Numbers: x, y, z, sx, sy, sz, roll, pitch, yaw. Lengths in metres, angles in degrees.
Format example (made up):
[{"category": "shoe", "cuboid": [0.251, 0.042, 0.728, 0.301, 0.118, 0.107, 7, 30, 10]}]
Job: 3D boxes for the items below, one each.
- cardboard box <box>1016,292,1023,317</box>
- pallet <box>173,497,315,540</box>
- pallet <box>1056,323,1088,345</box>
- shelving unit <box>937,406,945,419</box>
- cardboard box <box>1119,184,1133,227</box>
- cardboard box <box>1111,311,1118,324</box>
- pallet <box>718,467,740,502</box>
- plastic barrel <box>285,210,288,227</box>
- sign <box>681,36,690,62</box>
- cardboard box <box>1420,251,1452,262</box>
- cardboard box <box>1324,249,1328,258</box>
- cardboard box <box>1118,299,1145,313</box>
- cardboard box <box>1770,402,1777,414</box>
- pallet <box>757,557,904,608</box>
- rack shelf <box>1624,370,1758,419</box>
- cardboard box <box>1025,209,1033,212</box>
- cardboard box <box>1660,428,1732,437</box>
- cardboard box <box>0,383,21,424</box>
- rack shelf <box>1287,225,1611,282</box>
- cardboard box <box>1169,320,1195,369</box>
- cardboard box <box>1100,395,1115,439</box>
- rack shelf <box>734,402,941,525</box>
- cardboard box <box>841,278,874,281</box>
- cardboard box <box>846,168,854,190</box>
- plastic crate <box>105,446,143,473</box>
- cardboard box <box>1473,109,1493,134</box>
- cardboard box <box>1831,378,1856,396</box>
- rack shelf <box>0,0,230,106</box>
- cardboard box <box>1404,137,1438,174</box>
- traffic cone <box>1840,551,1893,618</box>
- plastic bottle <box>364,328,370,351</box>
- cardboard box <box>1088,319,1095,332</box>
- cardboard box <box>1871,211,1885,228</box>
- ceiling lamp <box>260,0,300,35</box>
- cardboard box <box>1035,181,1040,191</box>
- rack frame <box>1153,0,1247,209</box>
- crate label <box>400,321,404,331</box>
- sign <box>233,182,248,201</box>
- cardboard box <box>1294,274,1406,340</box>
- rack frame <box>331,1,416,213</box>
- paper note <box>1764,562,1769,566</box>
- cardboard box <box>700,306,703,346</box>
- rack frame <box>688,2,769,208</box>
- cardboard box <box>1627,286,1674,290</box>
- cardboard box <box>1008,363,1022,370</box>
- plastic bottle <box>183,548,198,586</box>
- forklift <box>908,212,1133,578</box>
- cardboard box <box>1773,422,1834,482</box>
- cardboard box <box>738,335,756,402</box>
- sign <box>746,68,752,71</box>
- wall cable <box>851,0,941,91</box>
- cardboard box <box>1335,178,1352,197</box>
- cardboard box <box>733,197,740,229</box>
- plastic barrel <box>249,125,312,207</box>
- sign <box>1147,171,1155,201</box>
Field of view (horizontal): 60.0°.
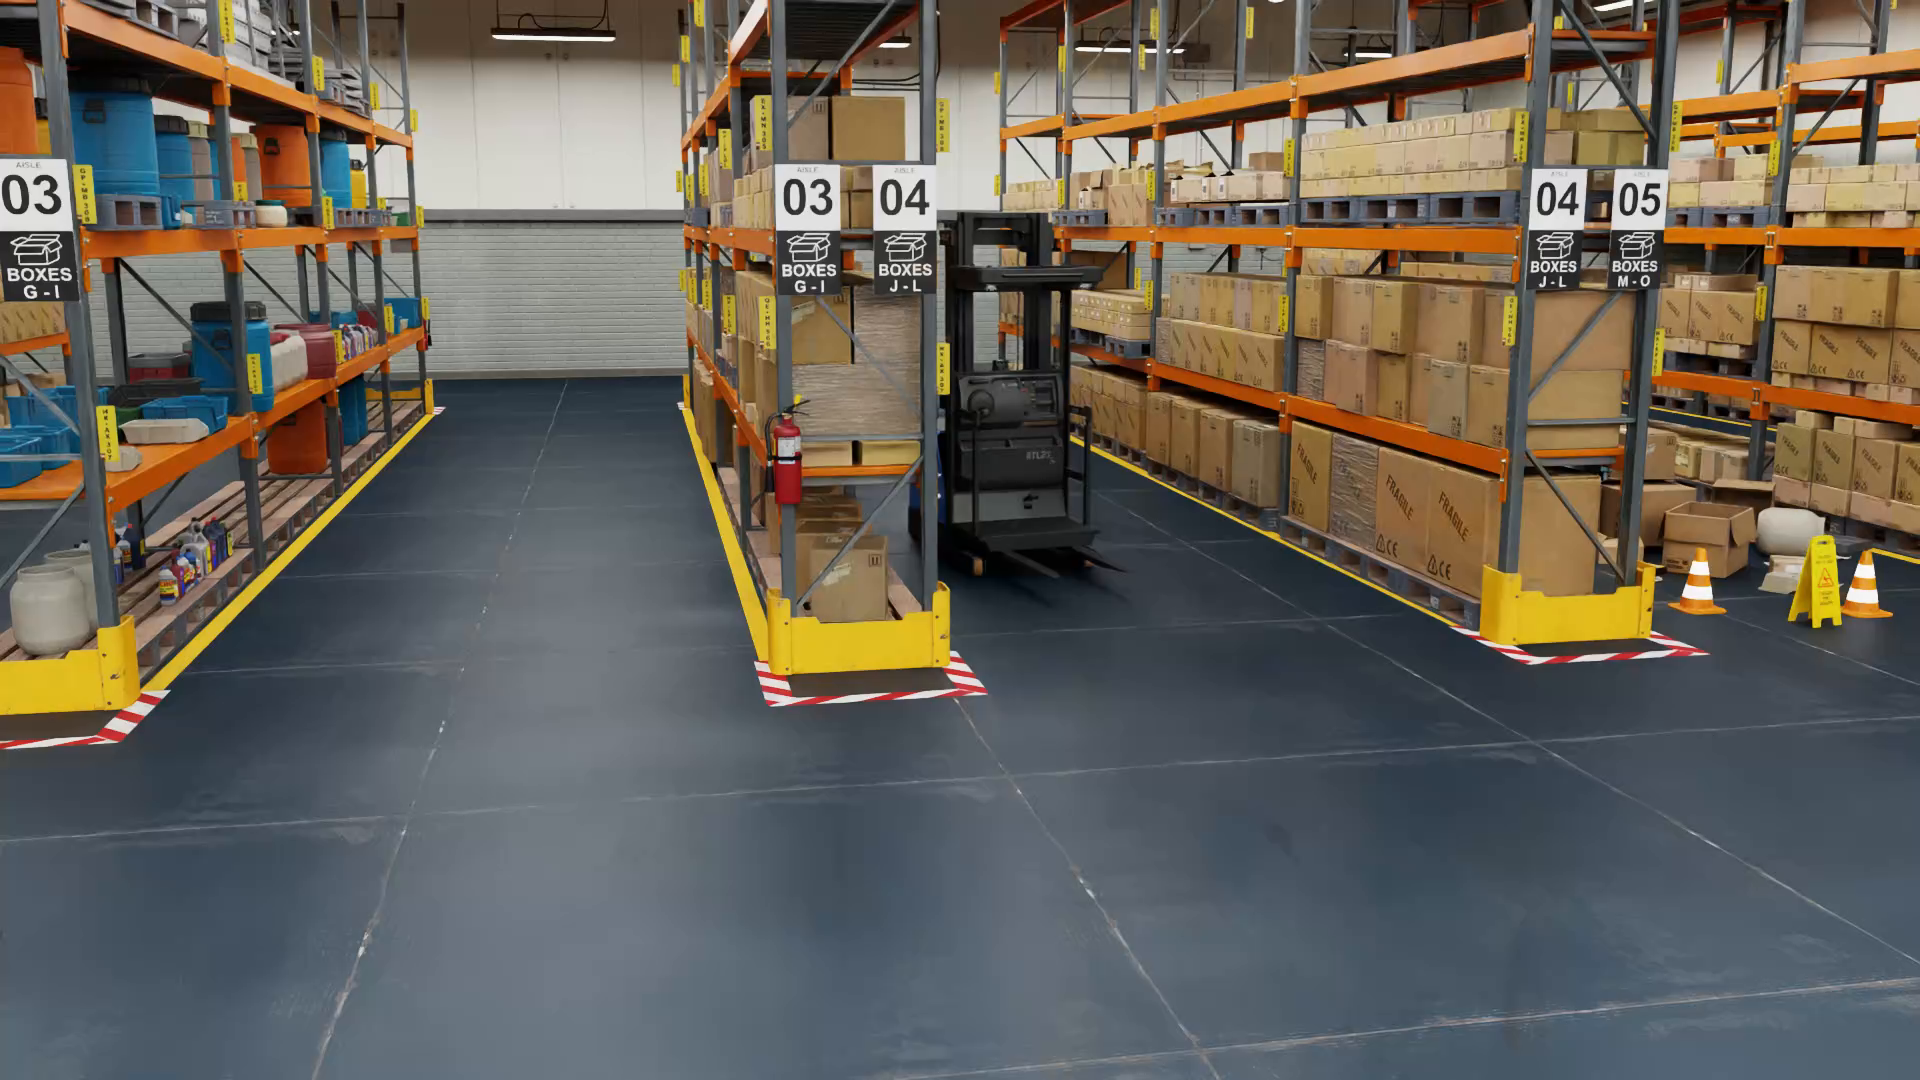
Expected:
[{"category": "cardboard box", "cuboid": [1.154, -3.656, 25.319, 0.500, 0.500, 0.500, -2, 11, -10]}, {"category": "pallet", "cuboid": [-6.715, -0.195, 15.655, 1.003, 0.211, 1.213, -2, 11, -11]}, {"category": "pallet", "cuboid": [1.910, -2.767, 22.226, 1.003, 0.211, 1.213, -2, 11, -11]}, {"category": "shelving unit", "cuboid": [-0.131, -0.654, 15.423, 0.258, 1.200, 0.189, -4, 11, -19]}, {"category": "cardboard box", "cuboid": [2.212, -3.983, 19.810, 0.500, 0.500, 0.500, -2, 11, -11]}, {"category": "cardboard box", "cuboid": [2.032, -2.674, 19.974, 0.380, 0.149, 0.250, -2, 11, -10]}, {"category": "pallet", "cuboid": [-2.052, -0.598, 17.776, 1.003, 0.211, 1.213, -2, 11, -11]}, {"category": "plastic barrel", "cuboid": [-6.963, -3.285, 16.828, 0.294, 0.245, 0.294, 0, 11, 0]}, {"category": "sign", "cuboid": [-3.530, -6.313, 21.377, 0.100, 0.325, 0.005, -2, 11, -11]}, {"category": "cardboard box", "cuboid": [6.933, -4.132, 24.206, 0.380, 0.149, 0.250, -2, 11, -12]}, {"category": "cardboard box", "cuboid": [5.990, -4.532, 26.307, 0.380, 0.149, 0.250, -2, 11, -10]}, {"category": "cardboard box", "cuboid": [2.090, -2.768, 19.674, 0.380, 0.149, 0.250, -2, 11, -12]}, {"category": "cardboard box", "cuboid": [11.688, -2.079, 23.660, 0.500, 0.500, 0.500, -2, 11, -13]}, {"category": "pallet", "cuboid": [-1.019, 0.338, 12.856, 1.003, 0.211, 1.213, -2, 11, -11]}, {"category": "rack shelf", "cuboid": [7.907, -1.752, 18.302, 1.077, 0.370, 4.000, -2, 11, -11]}, {"category": "cardboard box", "cuboid": [1.264, -4.763, 24.578, 0.500, 0.250, 0.500, -2, 11, -11]}, {"category": "cardboard box", "cuboid": [7.911, -1.009, 18.380, 0.950, 0.372, 0.625, -2, 11, -9]}, {"category": "cardboard box", "cuboid": [-13.069, -1.820, 22.235, 0.797, 0.503, 0.637, -2, 11, -11]}, {"category": "rack shelf", "cuboid": [3.849, -2.293, 13.124, 1.077, 0.370, 4.000, -2, 11, -11]}, {"category": "cardboard box", "cuboid": [2.606, -2.137, 18.135, 0.500, 0.500, 0.500, -2, 11, -12]}, {"category": "cardboard box", "cuboid": [2.082, -1.555, 20.904, 0.500, 0.500, 0.500, -3, 11, -14]}, {"category": "rack shelf", "cuboid": [-1.036, -0.658, 12.554, 1.077, 0.370, 4.000, -2, 11, -11]}, {"category": "cardboard box", "cuboid": [-0.675, -1.625, 11.975, 0.500, 0.500, 0.500, -2, 11, -11]}, {"category": "cardboard box", "cuboid": [-0.599, -2.392, 11.053, 0.380, 0.149, 0.250, -2, 11, -12]}, {"category": "plastic crate", "cuboid": [-5.364, -0.510, 10.561, 0.298, 0.136, 0.250, -2, 11, -11]}, {"category": "cardboard box", "cuboid": [3.793, -2.899, 11.530, 0.380, 0.149, 0.250, -2, 11, -11]}, {"category": "cardboard box", "cuboid": [8.238, -1.407, 15.237, 0.380, 0.149, 0.250, -2, 11, -9]}, {"category": "rack shelf", "cuboid": [-5.894, -3.228, 11.084, 1.077, 0.370, 4.000, -2, 11, -11]}, {"category": "cardboard box", "cuboid": [3.676, -2.871, 12.451, 0.500, 0.250, 0.500, -2, 11, -11]}, {"category": "traffic cone", "cuboid": [6.702, 0.312, 12.318, 0.336, 0.463, 0.334, -2, 11, -11]}, {"category": "plastic bottle", "cuboid": [-7.374, -2.477, 20.518, 0.152, 0.276, 0.135, -2, 11, -11]}, {"category": "cardboard box", "cuboid": [1.835, -2.715, 20.989, 0.380, 0.149, 0.250, -3, 11, -14]}, {"category": "cardboard box", "cuboid": [8.319, -2.834, 14.714, 0.380, 0.149, 0.250, -2, 11, -13]}, {"category": "ceiling lamp", "cuboid": [-11.544, -9.616, 26.042, 2.000, 3.185, 0.800, -2, 11, -11]}, {"category": "cardboard box", "cuboid": [1.298, -5.132, 24.113, 0.380, 0.149, 0.250, -2, 11, -11]}, {"category": "rack frame", "cuboid": [2.682, -5.220, 18.557, 1.000, 3.000, 0.127, -2, 11, -11]}, {"category": "crate label", "cuboid": [-8.161, -3.052, 23.753, 0.396, 0.136, 0.243, -2, 11, -11]}, {"category": "sign", "cuboid": [-5.741, -2.694, 13.281, 0.100, 0.325, 0.005, -2, 11, -11]}, {"category": "cardboard box", "cuboid": [3.498, -2.075, 14.787, 0.875, 0.550, 0.550, -2, 11, -11]}, {"category": "rack frame", "cuboid": [-8.617, -6.346, 24.470, 1.000, 3.000, 0.127, -2, 11, -11]}, {"category": "paper note", "cuboid": [6.919, 0.197, 14.109, 0.148, 0.019, 0.142, 2, 11, 9]}, {"category": "cardboard box", "cuboid": [-3.038, -2.709, 21.138, 0.500, 0.500, 0.500, -2, 11, -11]}, {"category": "rack frame", "cuboid": [-2.981, -5.792, 21.562, 1.000, 3.000, 0.127, -2, 11, -11]}, {"category": "cardboard box", "cuboid": [7.597, -2.590, 18.596, 0.500, 0.500, 0.500, -2, 11, -10]}, {"category": "cardboard box", "cuboid": [0.895, -2.730, 26.429, 0.380, 0.149, 0.250, -3, 11, -14]}, {"category": "plastic bottle", "cuboid": [-5.678, 0.198, 12.255, 0.097, 0.271, 0.097, 0, 11, 0]}, {"category": "forklift", "cuboid": [0.502, -1.226, 13.801, 1.130, 2.935, 3.031, -4, 11, -19]}, {"category": "cardboard box", "cuboid": [8.146, -0.844, 15.835, 0.500, 0.500, 0.500, -2, 11, -8]}, {"category": "cardboard box", "cuboid": [-1.335, -1.395, 13.443, 0.875, 0.500, 0.500, -2, 11, -11]}, {"category": "sign", "cuboid": [-3.224, -7.041, 25.411, 0.100, 0.325, 0.005, -2, 11, -11]}, {"category": "wall cable", "cuboid": [-1.478, -9.269, 31.222, 2.277, 5.999, 0.120, -2, 11, -11]}, {"category": "cardboard box", "cuboid": [3.345, -2.927, 13.811, 0.380, 0.149, 0.250, -2, 11, -12]}, {"category": "cardboard box", "cuboid": [-1.589, -2.686, 13.665, 0.500, 0.250, 0.500, -3, 11, -13]}, {"category": "plastic barrel", "cuboid": [-7.169, -3.926, 17.509, 0.600, 0.830, 0.708, -2, 11, -11]}, {"category": "sign", "cuboid": [2.149, -3.982, 18.688, 0.100, 0.325, 0.005, -2, 11, -11]}]
